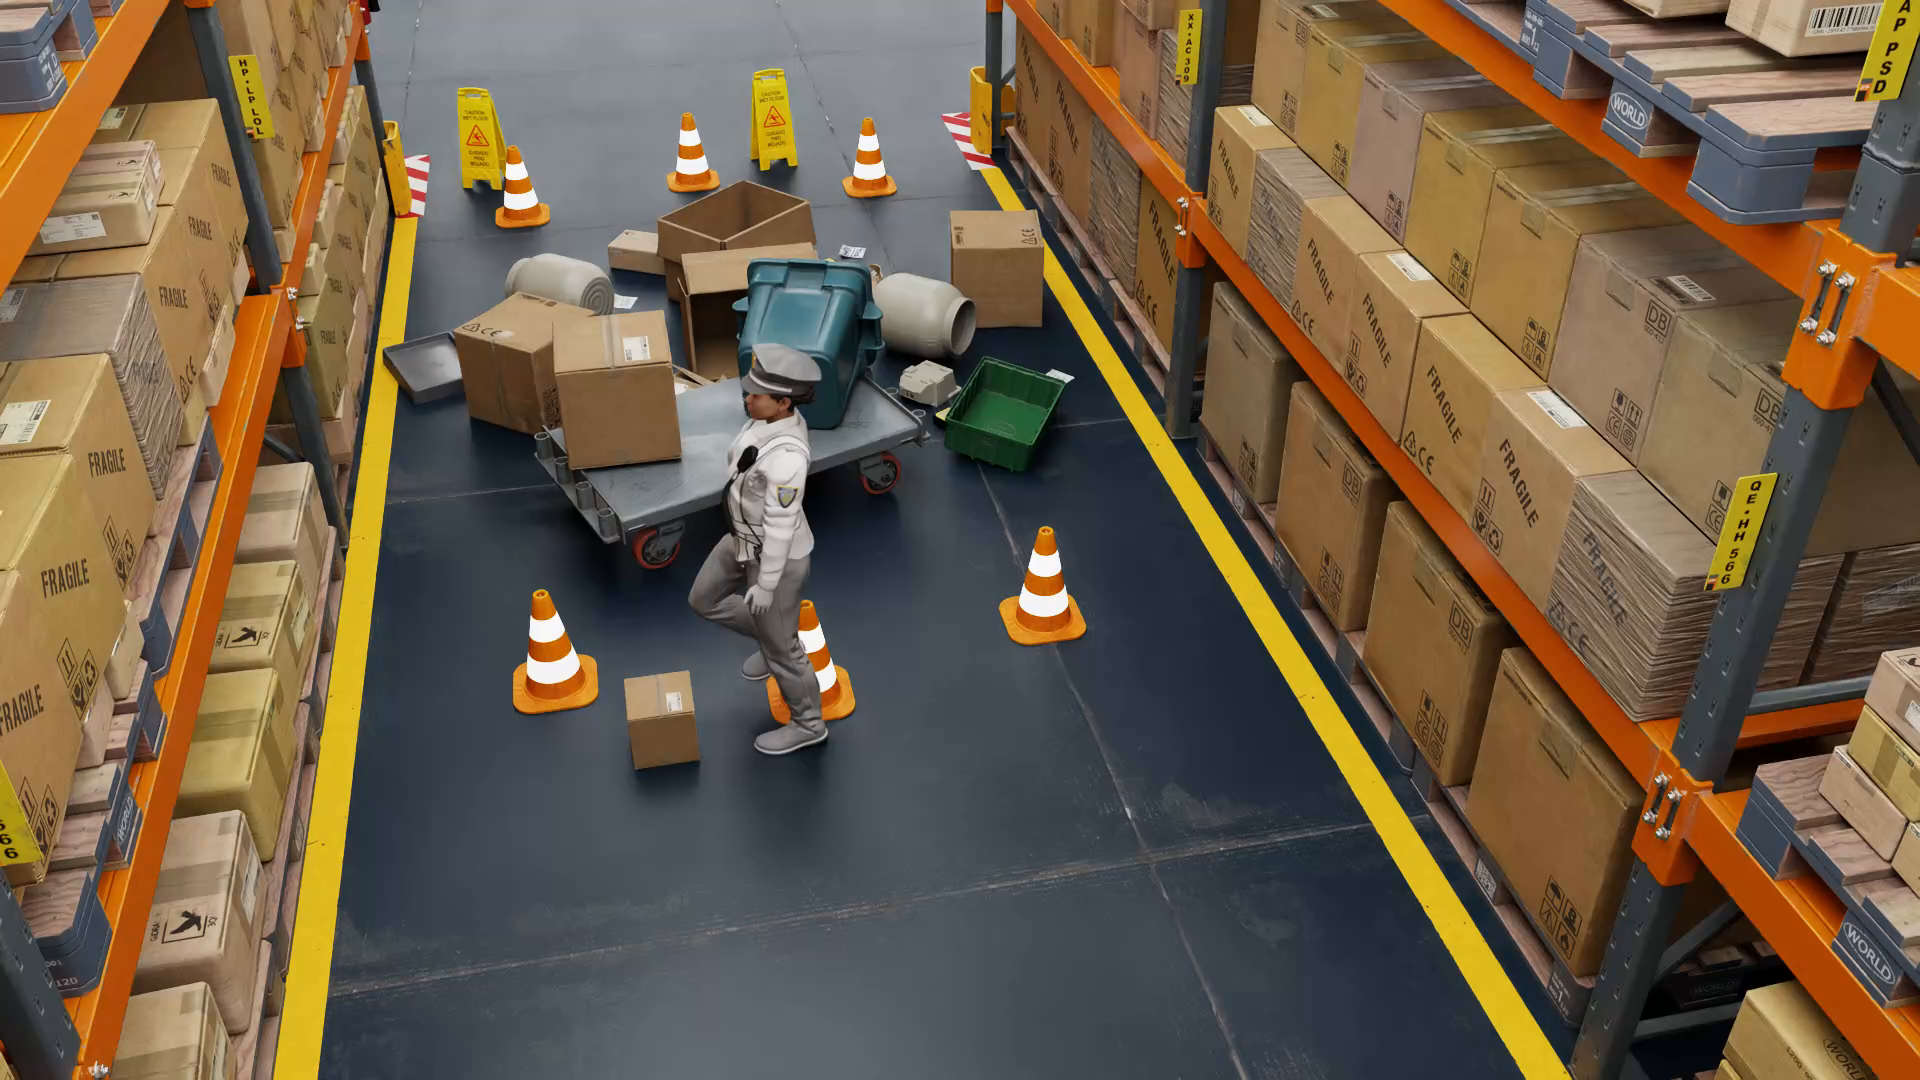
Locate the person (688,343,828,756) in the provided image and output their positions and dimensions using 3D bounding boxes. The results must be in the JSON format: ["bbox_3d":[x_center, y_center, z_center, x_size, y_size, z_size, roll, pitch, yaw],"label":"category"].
[{"bbox_3d":[-0.737,0.058,6.049,0.536,1.681,0.465,-6,35,-9],"label":"person"}]
